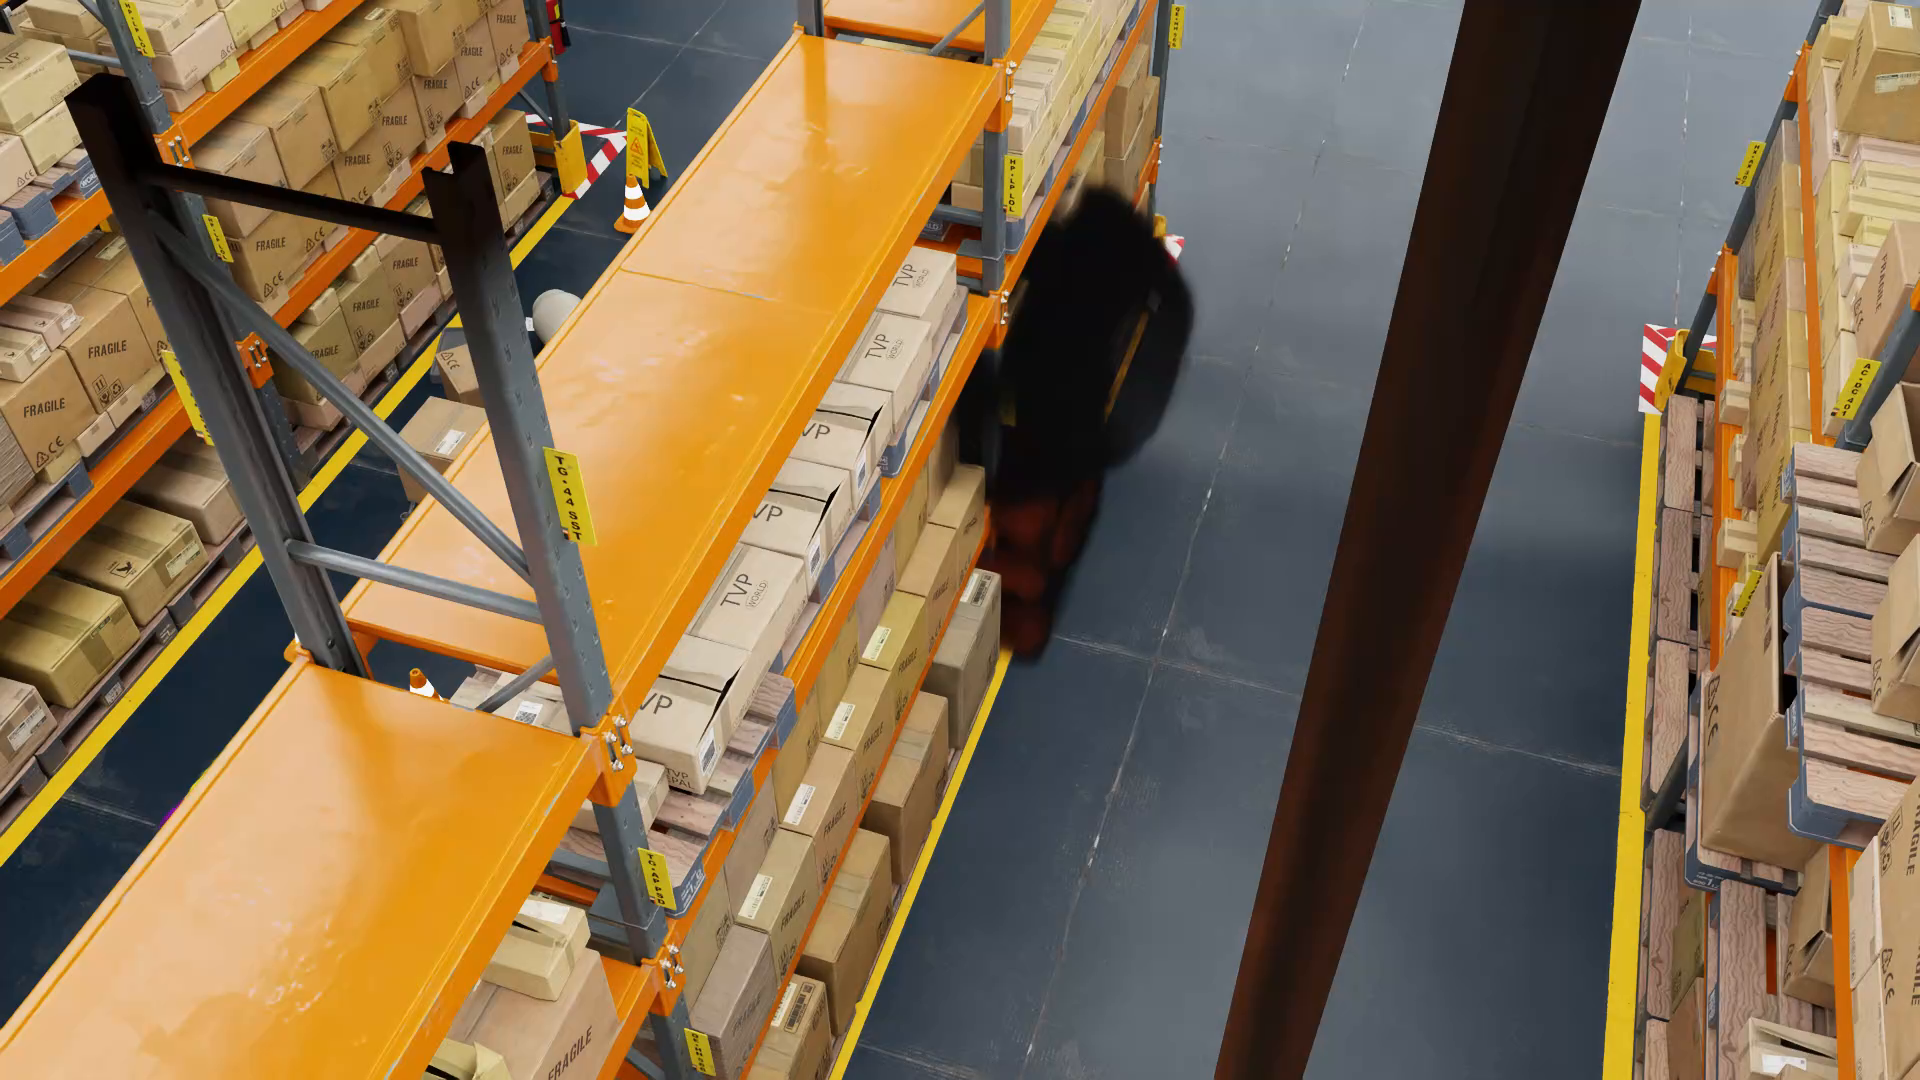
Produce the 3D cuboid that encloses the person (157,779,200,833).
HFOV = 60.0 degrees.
[{"bbox_3d":[-3.533,1.631,8.352,0.744,1.711,0.624,0,46,0],"label":"person"}]
